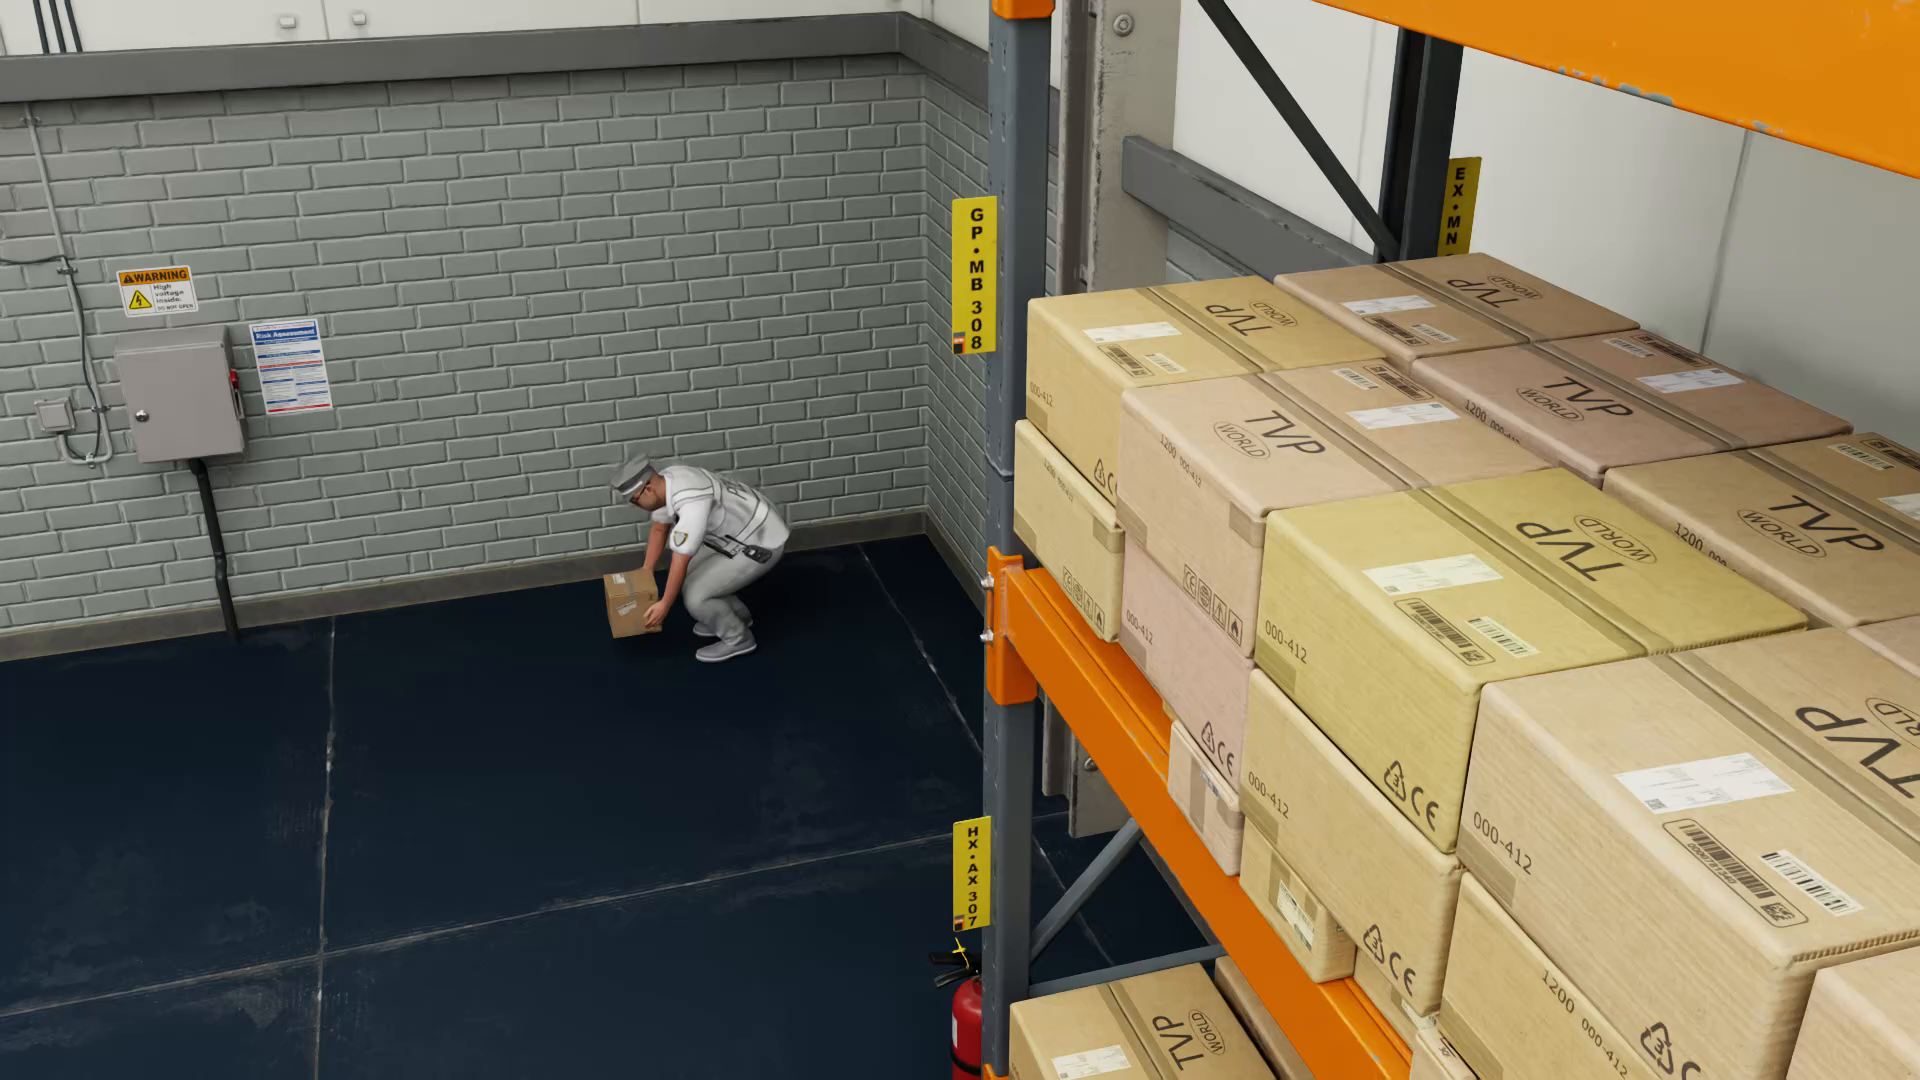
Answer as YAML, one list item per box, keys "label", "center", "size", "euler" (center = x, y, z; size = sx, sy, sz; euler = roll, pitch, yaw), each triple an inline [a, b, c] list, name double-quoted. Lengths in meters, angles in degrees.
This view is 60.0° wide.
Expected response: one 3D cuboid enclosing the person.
- label: "person"
  center: [-1.335, 0.061, 8.653]
  size: [0.903, 1.165, 0.577]
  euler: [-8, 27, -16]
